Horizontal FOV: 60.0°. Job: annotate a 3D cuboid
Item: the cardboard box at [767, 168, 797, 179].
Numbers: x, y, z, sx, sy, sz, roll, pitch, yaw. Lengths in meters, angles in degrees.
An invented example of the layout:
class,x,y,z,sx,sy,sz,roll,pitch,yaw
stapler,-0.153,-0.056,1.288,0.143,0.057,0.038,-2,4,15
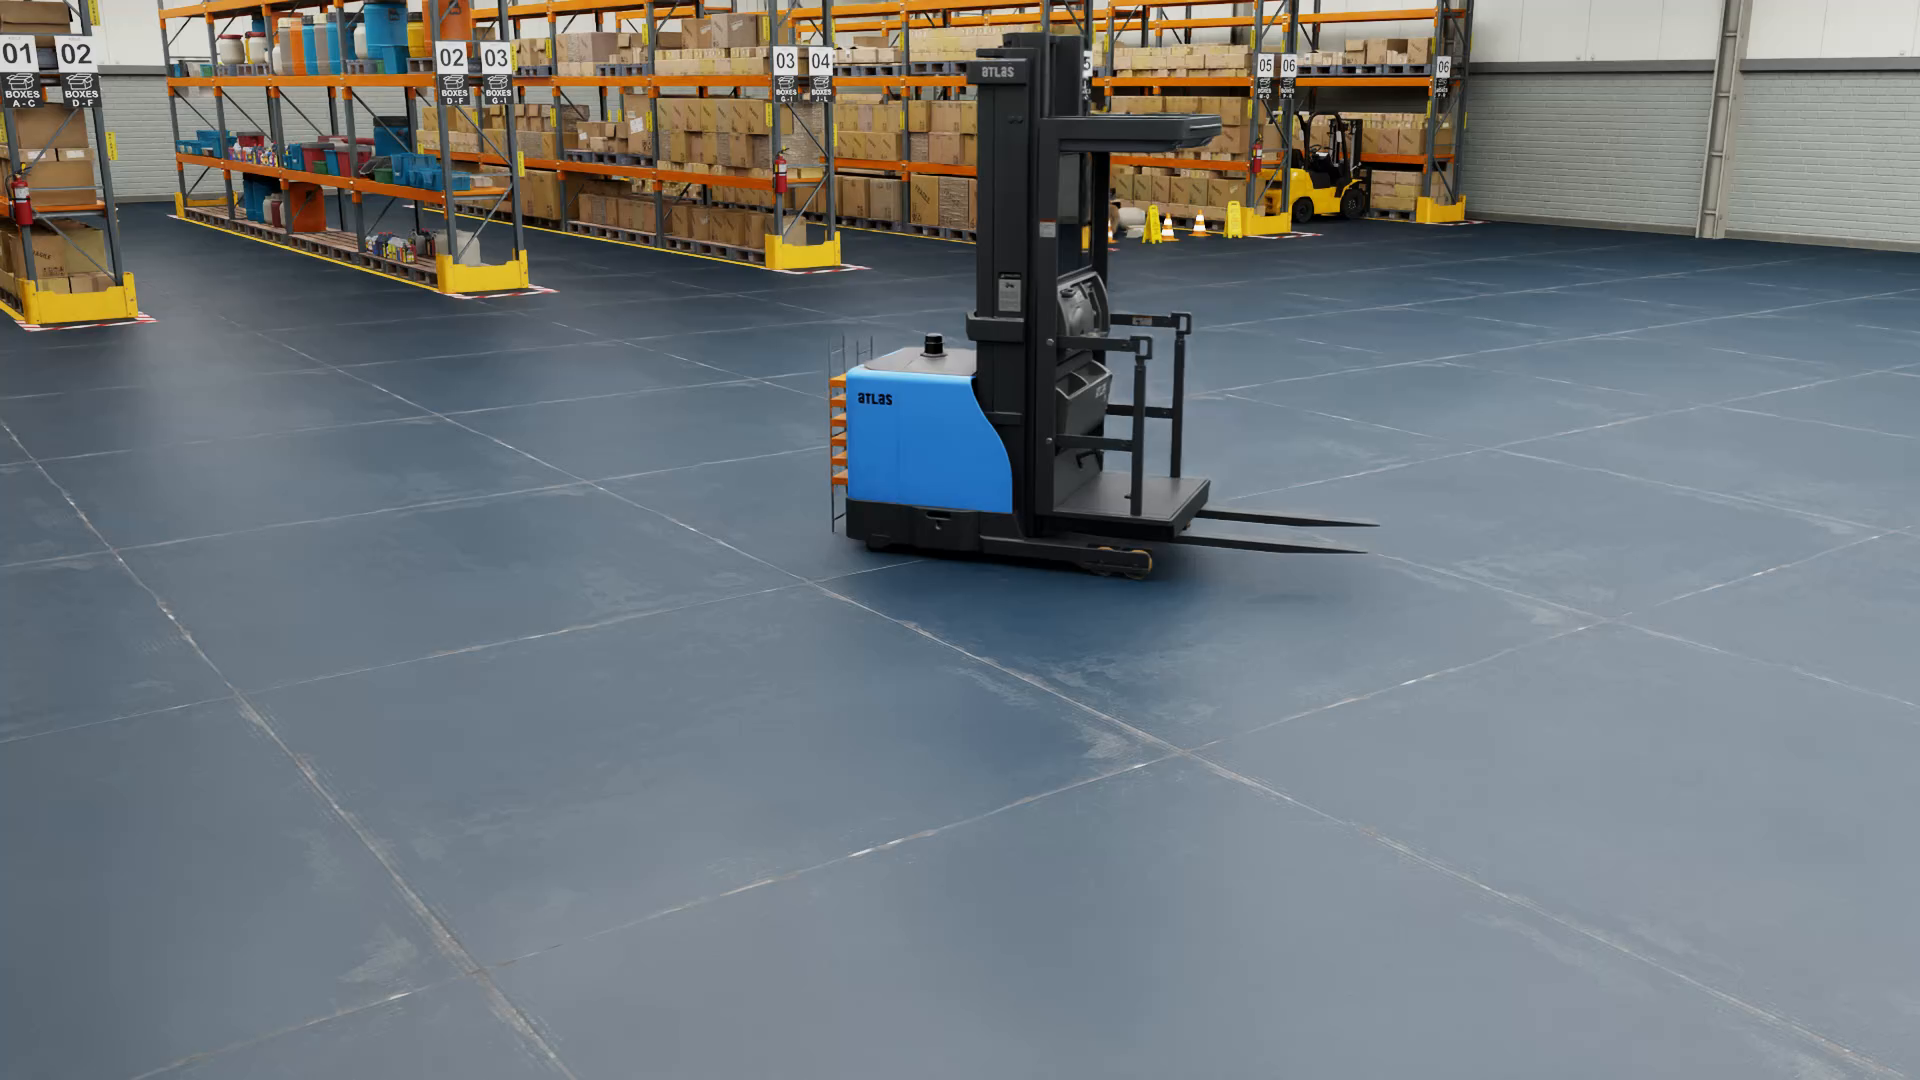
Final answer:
class,x,y,z,sx,sy,sz,roll,pitch,yaw
cardboard box,-2.668,-5.499,24.960,0.380,0.149,0.250,-11,19,-35

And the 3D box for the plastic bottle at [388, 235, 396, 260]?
class,x,y,z,sx,sy,sz,roll,pitch,yaw
plastic bottle,-8.192,-4.243,24.081,0.144,0.351,0.185,-11,19,-35

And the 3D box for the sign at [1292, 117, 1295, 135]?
class,x,y,z,sx,sy,sz,roll,pitch,yaw
sign,6.121,-7.631,30.635,0.100,0.325,0.005,-11,19,-35

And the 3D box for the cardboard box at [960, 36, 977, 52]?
class,x,y,z,sx,sy,sz,roll,pitch,yaw
cardboard box,0.340,-8.491,28.471,0.500,0.250,0.500,-11,19,-34

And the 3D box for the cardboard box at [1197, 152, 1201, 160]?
class,x,y,z,sx,sy,sz,roll,pitch,yaw
cardboard box,4.705,-7.276,31.455,0.380,0.149,0.250,-11,19,-34

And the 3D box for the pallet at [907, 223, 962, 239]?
class,x,y,z,sx,sy,sz,roll,pitch,yaw
pallet,-0.230,-5.674,30.406,1.003,0.211,1.213,-11,19,-35

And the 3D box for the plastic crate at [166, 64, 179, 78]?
class,x,y,z,sx,sy,sz,roll,pitch,yaw
plastic crate,-15.746,-9.497,33.658,0.497,0.269,0.590,-11,19,-35

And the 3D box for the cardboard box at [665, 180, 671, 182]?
class,x,y,z,sx,sy,sz,roll,pitch,yaw
cardboard box,-6.564,-8.319,38.266,0.380,0.149,0.250,-12,19,-36

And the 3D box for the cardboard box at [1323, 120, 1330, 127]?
class,x,y,z,sx,sy,sz,roll,pitch,yaw
cardboard box,7.885,-8.780,35.054,0.380,0.149,0.250,-11,19,-35

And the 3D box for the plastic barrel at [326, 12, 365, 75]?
class,x,y,z,sx,sy,sz,roll,pitch,yaw
plastic barrel,-9.166,-7.440,24.944,0.600,0.901,0.708,-11,19,-35

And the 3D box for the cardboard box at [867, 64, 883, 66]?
class,x,y,z,sx,sy,sz,roll,pitch,yaw
cardboard box,-2.008,-11.411,39.673,0.396,0.266,0.258,-10,18,-33

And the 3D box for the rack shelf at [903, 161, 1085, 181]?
class,x,y,z,sx,sy,sz,roll,pitch,yaw
rack shelf,0.562,-6.419,29.210,1.077,0.370,4.000,-11,19,-35

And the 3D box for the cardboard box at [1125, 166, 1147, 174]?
class,x,y,z,sx,sy,sz,roll,pitch,yaw
cardboard box,3.484,-7.330,32.940,0.380,0.149,0.250,-11,19,-34

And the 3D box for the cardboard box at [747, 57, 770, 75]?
class,x,y,z,sx,sy,sz,roll,pitch,yaw
cardboard box,-2.822,-7.029,24.677,0.500,0.250,0.500,-10,18,-33

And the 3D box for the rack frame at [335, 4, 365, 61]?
class,x,y,z,sx,sy,sz,roll,pitch,yaw
rack frame,-8.692,-8.570,24.341,1.000,3.000,0.127,-11,19,-35

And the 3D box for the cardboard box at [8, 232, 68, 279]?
class,x,y,z,sx,sy,sz,roll,pitch,yaw
cardboard box,-10.905,-3.360,19.664,0.500,0.500,0.500,-11,19,-35

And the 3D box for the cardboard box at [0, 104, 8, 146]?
class,x,y,z,sx,sy,sz,roll,pitch,yaw
cardboard box,-11.255,-5.060,20.234,0.700,0.500,0.500,-11,19,-34

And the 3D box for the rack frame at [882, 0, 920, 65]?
class,x,y,z,sx,sy,sz,roll,pitch,yaw
rack frame,-1.373,-12.585,39.011,1.000,3.000,0.127,-11,19,-35

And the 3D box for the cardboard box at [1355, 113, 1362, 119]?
class,x,y,z,sx,sy,sz,roll,pitch,yaw
cardboard box,8.408,-8.775,34.474,0.380,0.149,0.250,-11,19,-34

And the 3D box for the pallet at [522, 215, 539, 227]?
class,x,y,z,sx,sy,sz,roll,pitch,yaw
pallet,-8.153,-6.395,33.040,1.003,0.211,1.213,-11,19,-35

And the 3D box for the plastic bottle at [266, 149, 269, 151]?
class,x,y,z,sx,sy,sz,roll,pitch,yaw
plastic bottle,-12.992,-7.231,31.191,0.097,0.201,0.097,0,15,0

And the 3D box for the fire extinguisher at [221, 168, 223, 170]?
class,x,y,z,sx,sy,sz,roll,pitch,yaw
fire extinguisher,-15.468,-8.124,34.930,0.296,0.674,0.183,-11,19,-35

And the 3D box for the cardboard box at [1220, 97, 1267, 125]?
class,x,y,z,sx,sy,sz,roll,pitch,yaw
cardboard box,5.206,-7.878,30.531,0.700,0.500,0.500,-11,19,-36

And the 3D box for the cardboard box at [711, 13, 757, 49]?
class,x,y,z,sx,sy,sz,roll,pitch,yaw
cardboard box,-3.450,-7.762,25.372,0.500,0.500,0.500,-11,19,-35

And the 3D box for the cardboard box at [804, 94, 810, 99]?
class,x,y,z,sx,sy,sz,roll,pitch,yaw
cardboard box,-3.740,-11.270,42.259,0.380,0.149,0.250,-10,18,-33

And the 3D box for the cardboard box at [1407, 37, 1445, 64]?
class,x,y,z,sx,sy,sz,roll,pitch,yaw
cardboard box,9.238,-9.703,32.988,0.500,0.500,0.500,-10,18,-33

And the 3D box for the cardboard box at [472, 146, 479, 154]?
class,x,y,z,sx,sy,sz,roll,pitch,yaw
cardboard box,-9.833,-8.046,34.269,0.380,0.149,0.250,-11,19,-34

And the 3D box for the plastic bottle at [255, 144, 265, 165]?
class,x,y,z,sx,sy,sz,roll,pitch,yaw
plastic bottle,-12.358,-6.811,29.373,0.144,0.351,0.185,-11,19,-35

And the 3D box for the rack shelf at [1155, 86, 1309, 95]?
class,x,y,z,sx,sy,sz,roll,pitch,yaw
rack shelf,6.168,-10.281,37.639,1.077,0.370,4.000,-11,19,-35

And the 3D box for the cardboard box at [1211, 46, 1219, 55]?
class,x,y,z,sx,sy,sz,roll,pitch,yaw
cardboard box,4.852,-9.041,30.708,0.380,0.149,0.250,-11,19,-34

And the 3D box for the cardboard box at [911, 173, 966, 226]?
class,x,y,z,sx,sy,sz,roll,pitch,yaw
cardboard box,-0.301,-6.226,30.371,0.875,0.875,0.875,-11,19,-34

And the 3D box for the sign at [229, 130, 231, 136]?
class,x,y,z,sx,sy,sz,roll,pitch,yaw
sign,-15.312,-8.406,34.798,0.100,0.325,0.005,-11,19,-35

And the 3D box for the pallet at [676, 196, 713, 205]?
class,x,y,z,sx,sy,sz,roll,pitch,yaw
pallet,-5.741,-7.695,37.789,1.003,0.211,1.213,-11,19,-35

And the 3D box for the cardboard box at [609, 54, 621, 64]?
class,x,y,z,sx,sy,sz,roll,pitch,yaw
cardboard box,-5.869,-8.367,28.927,0.380,0.166,0.250,-12,19,-36

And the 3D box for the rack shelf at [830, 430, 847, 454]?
class,x,y,z,sx,sy,sz,roll,pitch,yaw
rack shelf,-0.656,-0.593,10.139,0.180,0.103,0.258,5,16,19

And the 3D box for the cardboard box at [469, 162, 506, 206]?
class,x,y,z,sx,sy,sz,roll,pitch,yaw
cardboard box,-9.713,-7.484,34.969,0.875,0.875,0.875,-11,19,-35

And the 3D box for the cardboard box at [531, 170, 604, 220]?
class,x,y,z,sx,sy,sz,roll,pitch,yaw
cardboard box,-7.426,-6.627,31.838,1.225,0.875,0.875,-12,19,-37

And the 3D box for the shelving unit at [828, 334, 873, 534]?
class,x,y,z,sx,sy,sz,roll,pitch,yaw
shelving unit,-0.656,-0.636,10.127,0.189,1.200,0.258,5,16,19

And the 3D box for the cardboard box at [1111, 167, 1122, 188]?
class,x,y,z,sx,sy,sz,roll,pitch,yaw
cardboard box,3.973,-8.882,40.786,0.500,0.500,0.500,-10,18,-32

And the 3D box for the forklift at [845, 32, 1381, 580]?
class,x,y,z,sx,sy,sz,roll,pitch,yaw
forklift,0.894,-1.351,9.461,3.031,2.935,1.130,5,16,19

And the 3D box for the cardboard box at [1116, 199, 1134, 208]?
class,x,y,z,sx,sy,sz,roll,pitch,yaw
cardboard box,3.459,-6.692,33.256,0.500,0.250,0.500,-12,19,-37

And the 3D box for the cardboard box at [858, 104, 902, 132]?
class,x,y,z,sx,sy,sz,roll,pitch,yaw
cardboard box,-1.512,-8.046,31.709,0.700,0.500,0.500,-11,19,-34

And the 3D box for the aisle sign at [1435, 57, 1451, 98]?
class,x,y,z,sx,sy,sz,roll,pitch,yaw
aisle sign,9.496,-9.095,32.698,0.394,0.787,0.004,-11,19,-35

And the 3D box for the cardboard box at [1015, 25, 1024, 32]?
class,x,y,z,sx,sy,sz,roll,pitch,yaw
cardboard box,1.120,-8.373,27.284,0.380,0.149,0.250,-11,19,-34

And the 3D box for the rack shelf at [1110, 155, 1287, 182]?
class,x,y,z,sx,sy,sz,roll,pitch,yaw
rack shelf,4.507,-7.209,32.097,1.077,0.370,4.000,-11,19,-35

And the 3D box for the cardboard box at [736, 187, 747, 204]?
class,x,y,z,sx,sy,sz,roll,pitch,yaw
cardboard box,-4.466,-7.477,35.652,0.500,0.500,0.500,-10,18,-34

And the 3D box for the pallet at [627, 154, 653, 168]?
class,x,y,z,sx,sy,sz,roll,pitch,yaw
pallet,-5.017,-6.538,28.646,1.003,0.211,1.213,-11,19,-35

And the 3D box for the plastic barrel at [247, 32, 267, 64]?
class,x,y,z,sx,sy,sz,roll,pitch,yaw
plastic barrel,-12.208,-8.600,29.082,0.433,0.535,0.433,0,15,0

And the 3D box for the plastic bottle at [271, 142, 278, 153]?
class,x,y,z,sx,sy,sz,roll,pitch,yaw
plastic bottle,-12.598,-7.153,30.623,0.144,0.351,0.185,-11,19,-35

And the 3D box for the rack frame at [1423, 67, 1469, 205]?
class,x,y,z,sx,sy,sz,roll,pitch,yaw
rack frame,9.695,-7.900,33.259,1.000,3.000,0.127,-11,19,-35

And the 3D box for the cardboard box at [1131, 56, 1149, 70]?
class,x,y,z,sx,sy,sz,roll,pitch,yaw
cardboard box,3.679,-9.256,32.251,0.500,0.250,0.500,-11,19,-35

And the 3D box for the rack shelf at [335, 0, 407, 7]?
class,x,y,z,sx,sy,sz,roll,pitch,yaw
rack shelf,-7.516,-7.603,22.928,1.077,0.370,4.000,-11,19,-35

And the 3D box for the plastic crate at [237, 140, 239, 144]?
class,x,y,z,sx,sy,sz,roll,pitch,yaw
plastic crate,-14.144,-7.711,32.678,0.437,0.282,0.530,-11,19,-35
